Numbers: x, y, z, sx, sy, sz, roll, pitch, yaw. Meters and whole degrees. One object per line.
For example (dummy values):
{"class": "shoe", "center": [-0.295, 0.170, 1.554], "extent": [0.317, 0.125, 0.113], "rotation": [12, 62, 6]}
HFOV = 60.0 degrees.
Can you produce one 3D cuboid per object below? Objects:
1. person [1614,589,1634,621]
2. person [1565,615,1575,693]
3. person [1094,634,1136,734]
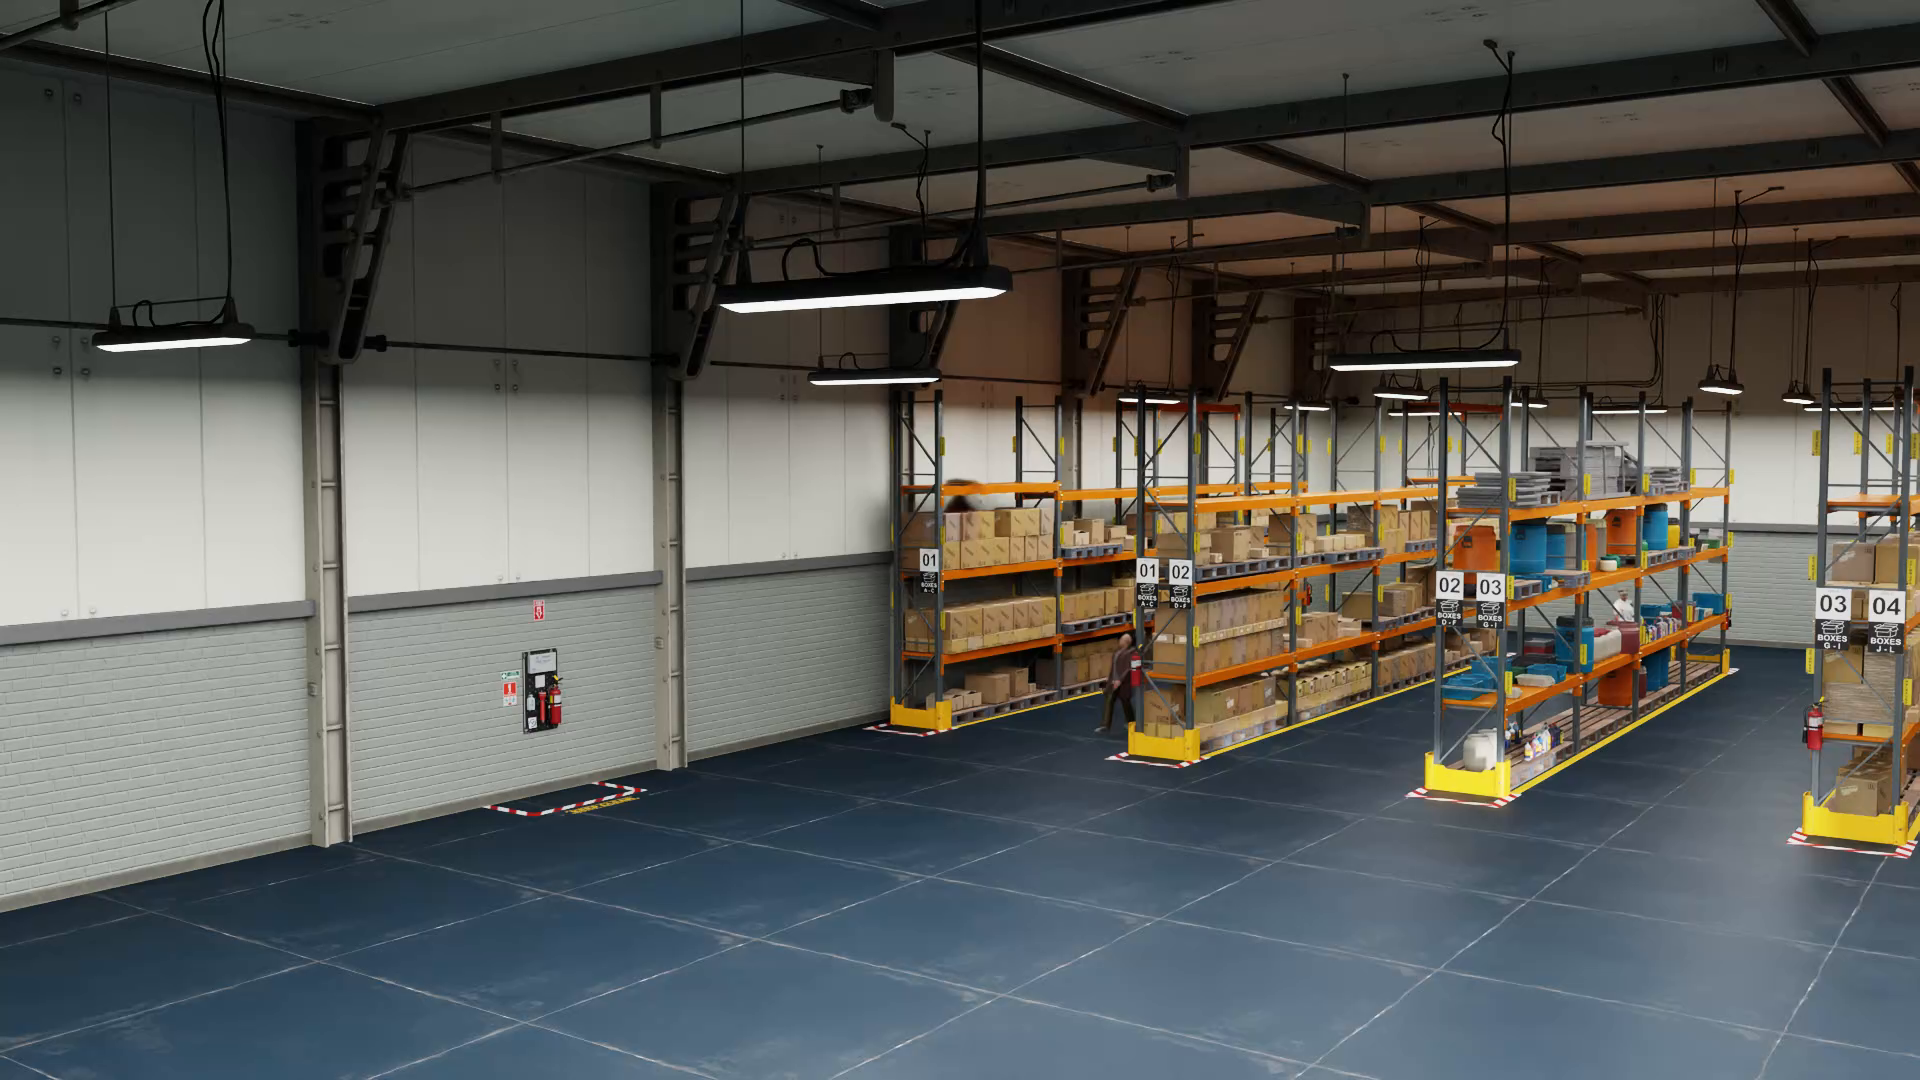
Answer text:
{"class": "person", "center": [15.266, 1.997, 38.008], "extent": [0.666, 1.797, 0.394], "rotation": [-1, 3, -14]}
{"class": "person", "center": [12.465, 2.302, 33.731], "extent": [0.347, 1.606, 0.455], "rotation": [1, 3, 23]}
{"class": "person", "center": [2.761, 2.492, 28.884], "extent": [0.553, 1.705, 1.121], "rotation": [2, 4, 33]}
